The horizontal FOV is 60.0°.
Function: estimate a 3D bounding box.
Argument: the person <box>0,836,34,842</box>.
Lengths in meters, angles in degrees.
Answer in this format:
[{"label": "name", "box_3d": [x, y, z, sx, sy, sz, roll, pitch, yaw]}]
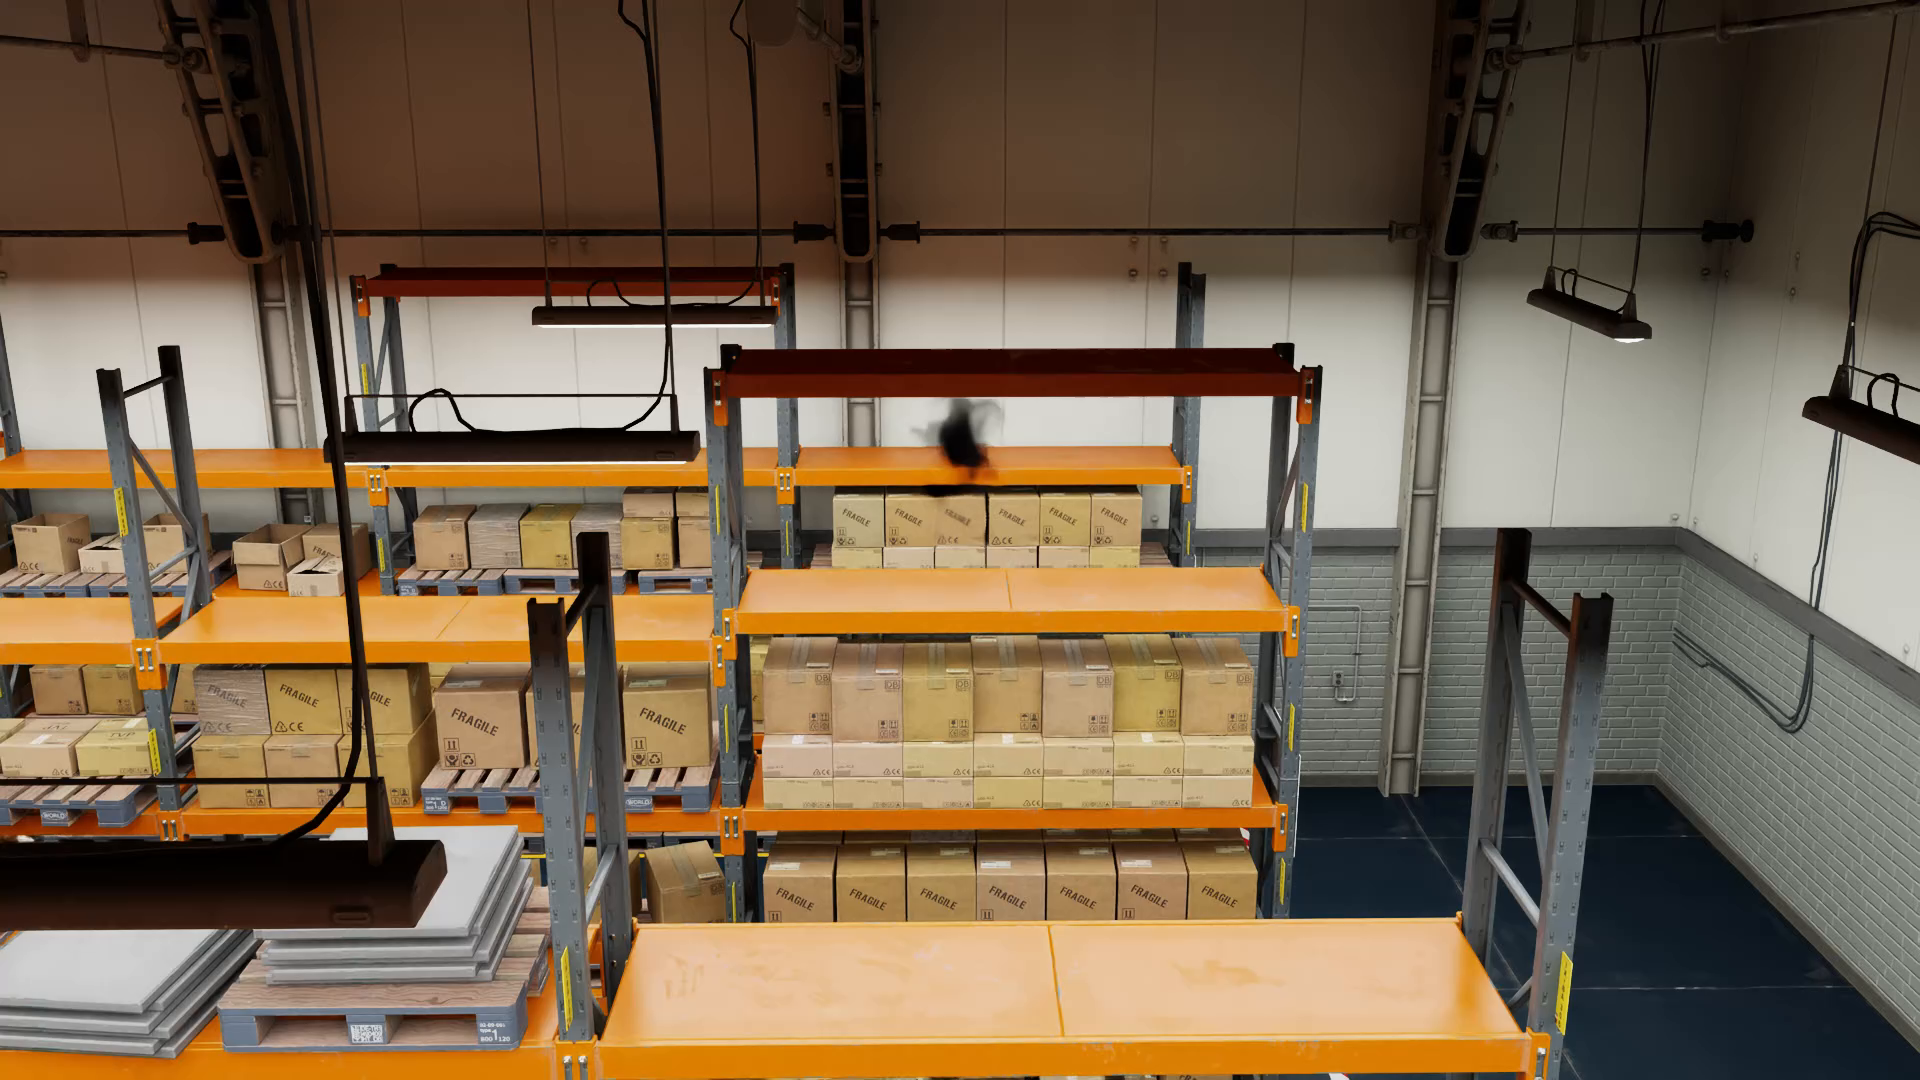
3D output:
[{"label": "person", "box_3d": [-8.143, 3.177, 14.497, 0.796, 1.755, 0.633, -2, 16, -5]}]

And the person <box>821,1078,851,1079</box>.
[{"label": "person", "box_3d": [-0.779, 4.238, 10.957, 0.826, 1.670, 0.615, -4, 17, -13]}]
